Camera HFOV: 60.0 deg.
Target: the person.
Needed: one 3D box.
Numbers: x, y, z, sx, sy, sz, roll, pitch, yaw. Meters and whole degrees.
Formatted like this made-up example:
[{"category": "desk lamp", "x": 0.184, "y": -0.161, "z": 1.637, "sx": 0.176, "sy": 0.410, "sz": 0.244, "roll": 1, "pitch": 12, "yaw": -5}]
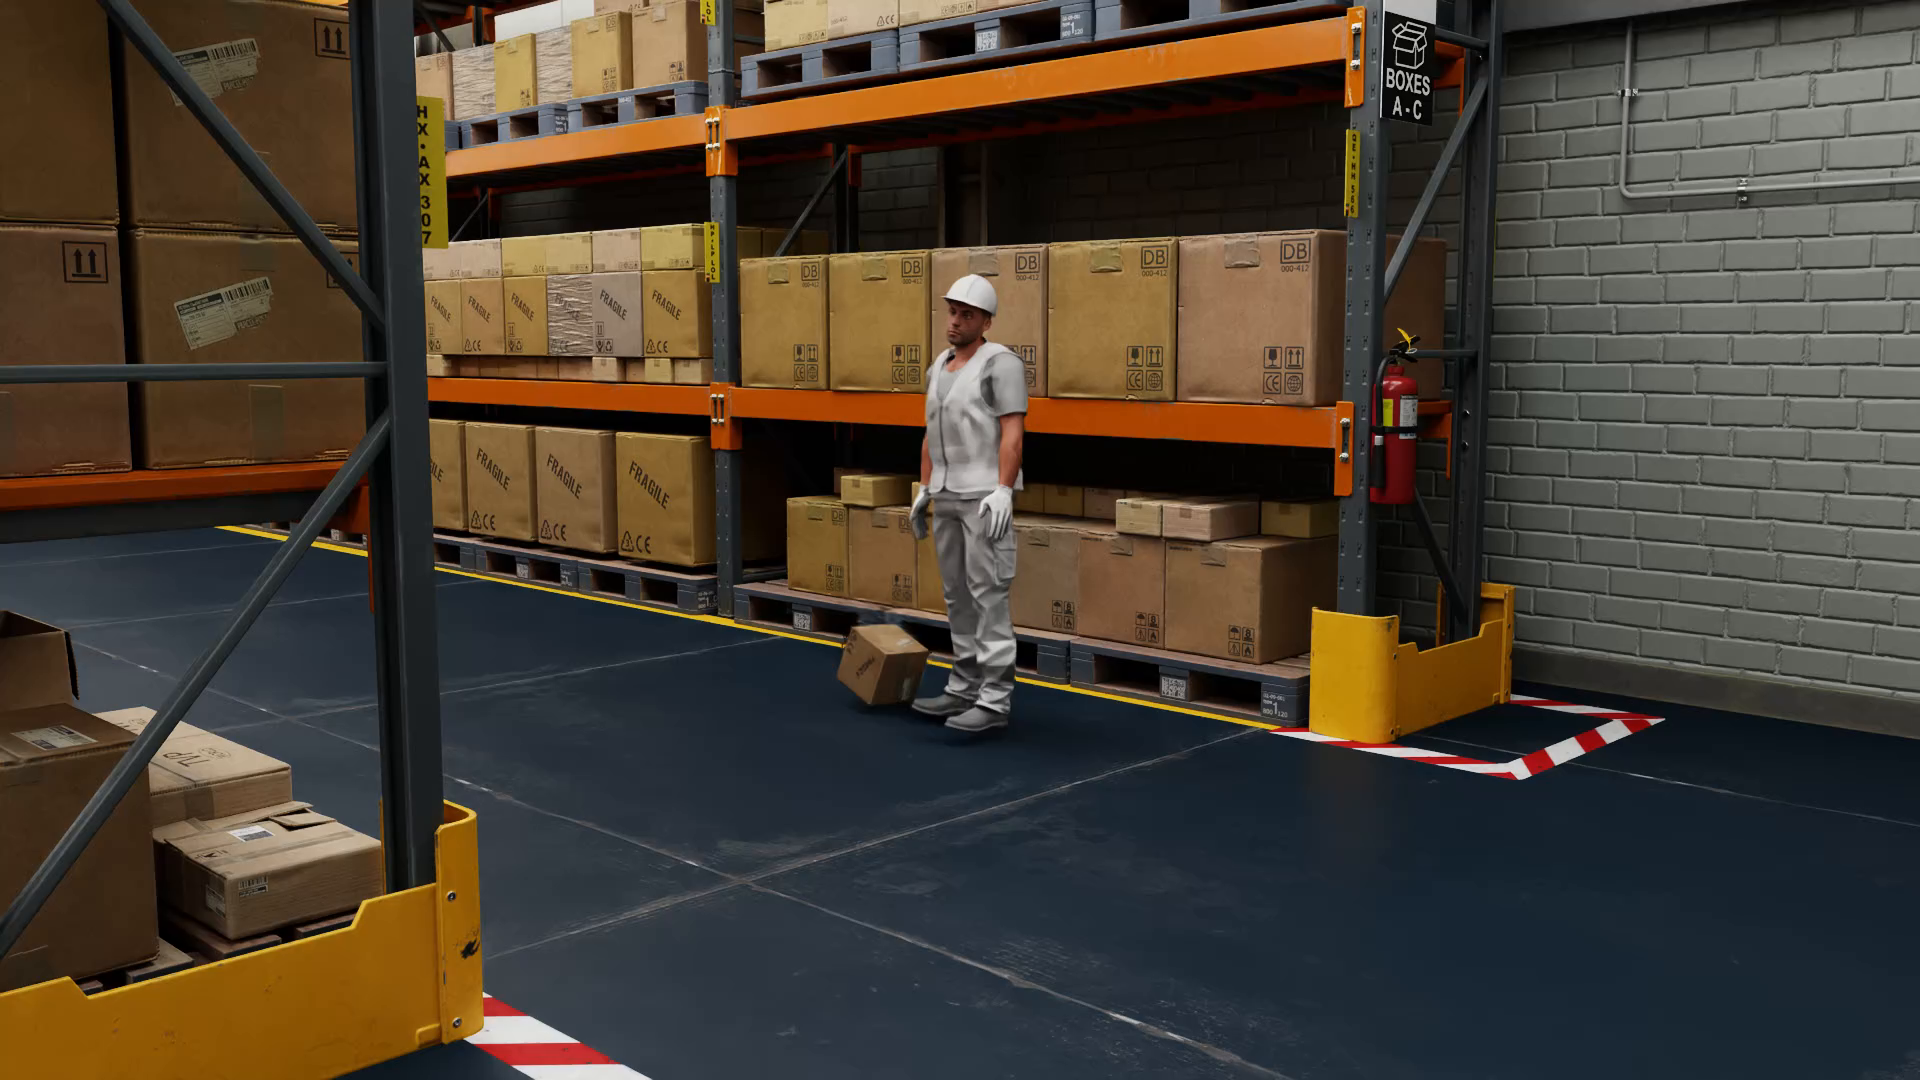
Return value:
[{"category": "person", "x": 0.020, "y": -0.146, "z": 6.590, "sx": 0.423, "sy": 1.794, "sz": 0.623, "roll": -5, "pitch": 9, "yaw": -37}]
